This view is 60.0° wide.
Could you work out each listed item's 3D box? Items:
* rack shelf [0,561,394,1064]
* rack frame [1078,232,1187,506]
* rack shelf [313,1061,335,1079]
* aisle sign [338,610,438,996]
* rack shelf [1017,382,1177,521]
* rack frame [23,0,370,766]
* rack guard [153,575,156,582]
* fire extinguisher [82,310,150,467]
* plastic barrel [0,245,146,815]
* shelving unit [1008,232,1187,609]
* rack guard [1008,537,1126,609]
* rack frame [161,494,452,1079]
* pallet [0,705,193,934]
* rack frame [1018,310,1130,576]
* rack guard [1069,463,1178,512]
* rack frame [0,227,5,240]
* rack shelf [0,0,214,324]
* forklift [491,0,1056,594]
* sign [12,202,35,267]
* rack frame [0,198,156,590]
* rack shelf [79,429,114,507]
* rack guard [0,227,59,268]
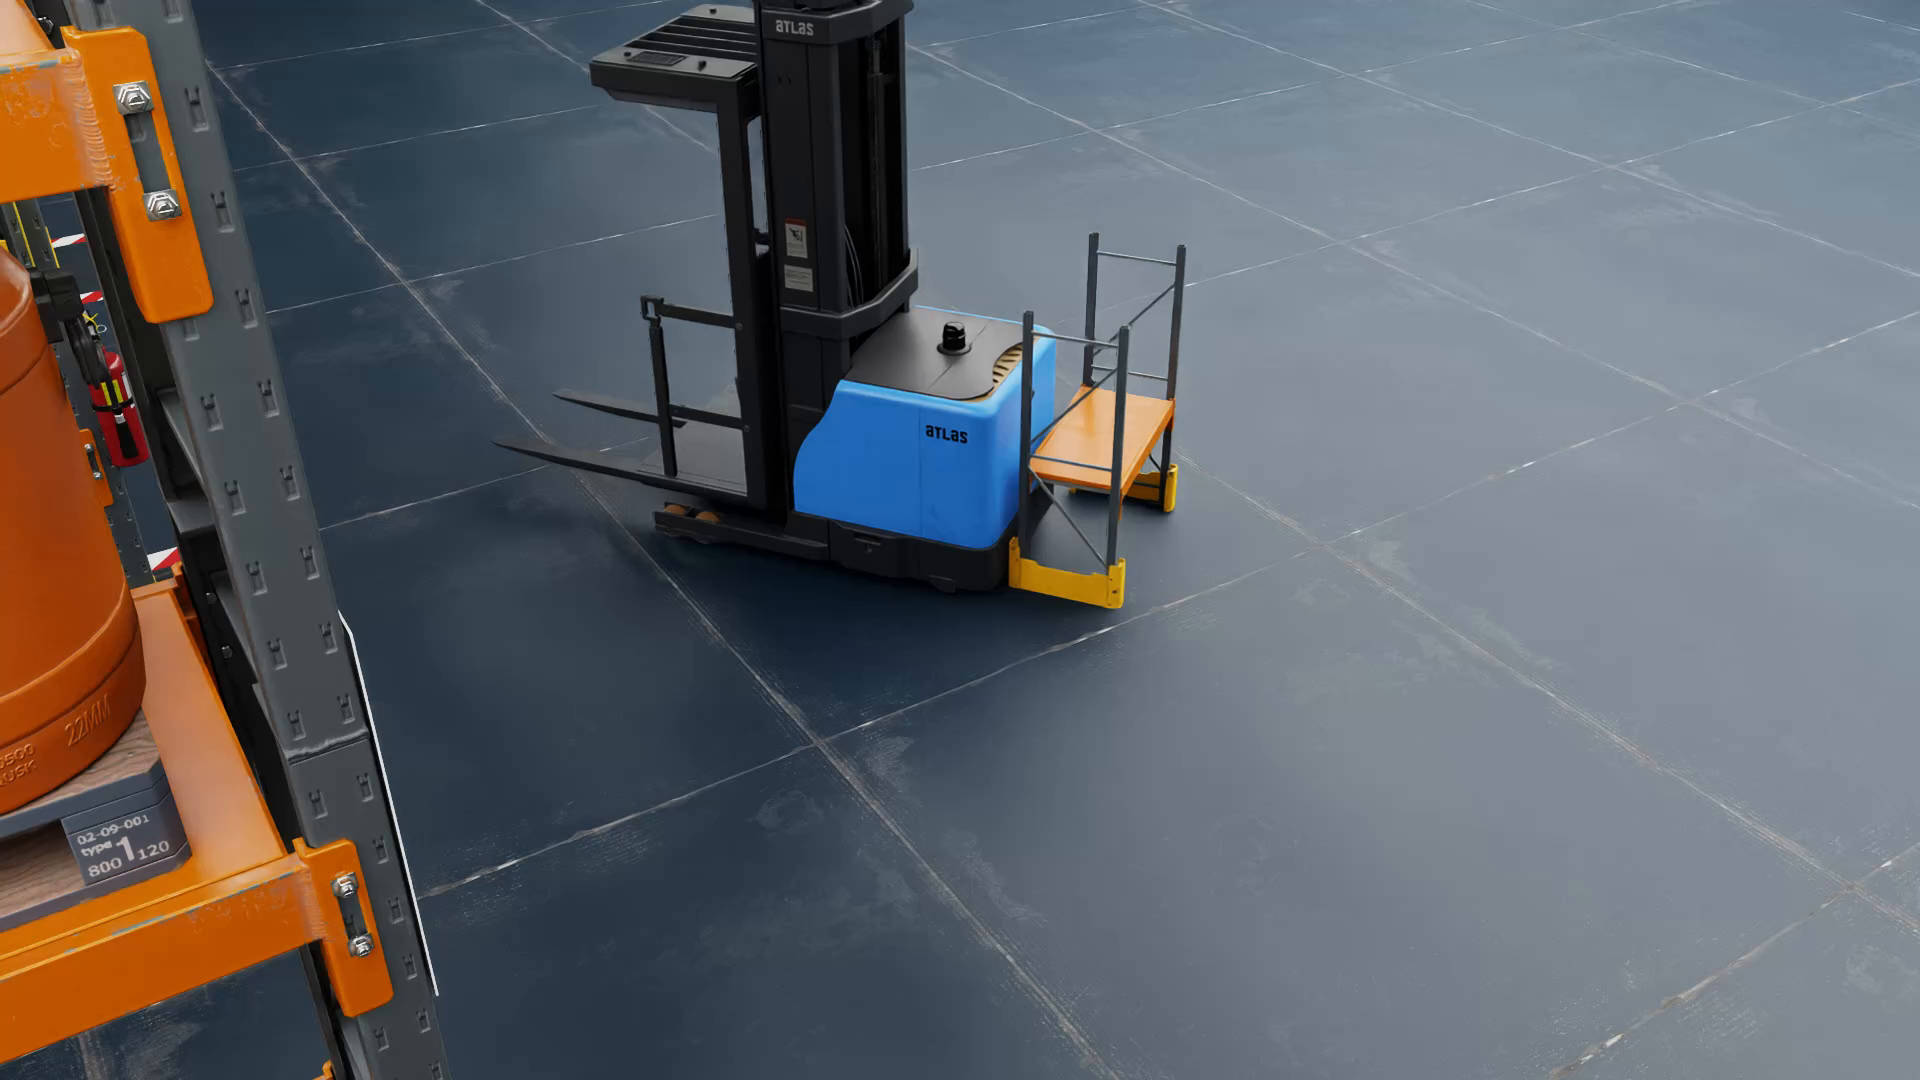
[{"bbox_3d":[-2.938,0.989,2.233,4.000,0.370,1.077,-19,37,-27],"label":"rack shelf"},{"bbox_3d":[0.891,-0.870,8.724,0.500,1.500,0.032,12,34,18],"label":"rack frame"},{"bbox_3d":[-2.938,2.258,3.033,4.000,0.370,1.077,-19,37,-27],"label":"rack shelf"},{"bbox_3d":[-1.036,0.388,2.886,0.004,0.787,0.394,-19,37,-27],"label":"aisle sign"},{"bbox_3d":[0.708,-0.465,8.419,0.538,0.185,1.000,12,34,18],"label":"rack shelf"},{"bbox_3d":[-1.257,-1.162,2.157,0.127,3.000,1.000,-19,37,-27],"label":"rack frame"},{"bbox_3d":[-4.004,0.234,7.911,0.348,0.500,1.175,-19,37,-27],"label":"rack guard"},{"bbox_3d":[-3.595,-0.639,7.024,0.183,0.674,0.296,-19,37,-27],"label":"fire extinguisher"},{"bbox_3d":[-1.597,-0.055,2.418,0.708,0.830,0.600,-19,37,-27],"label":"plastic barrel"},{"bbox_3d":[0.705,-0.613,8.316,0.587,1.500,1.083,12,34,18],"label":"shelving unit"},{"bbox_3d":[0.526,0.164,8.256,0.587,0.250,0.087,12,34,18],"label":"rack guard"},{"bbox_3d":[-1.257,1.376,3.758,0.127,3.000,1.000,-19,37,-27],"label":"rack frame"},{"bbox_3d":[-2.005,0.382,2.698,1.213,0.211,1.003,-19,37,-27],"label":"pallet"},{"bbox_3d":[0.526,-0.364,7.922,0.500,1.500,0.032,12,34,18],"label":"rack frame"},{"bbox_3d":[0.884,-0.332,9.042,0.587,0.250,0.087,12,34,18],"label":"rack guard"},{"bbox_3d":[-6.543,-3.099,10.851,0.127,3.000,1.000,-19,37,-27],"label":"rack frame"},{"bbox_3d":[-2.938,-0.110,1.539,4.000,0.370,1.077,-19,37,-27],"label":"rack shelf"},{"bbox_3d":[-1.066,-1.465,8.326,3.031,2.935,1.130,12,34,18],"label":"forklift"},{"bbox_3d":[-3.657,-1.214,6.482,0.005,0.325,0.100,-19,37,-27],"label":"sign"},{"bbox_3d":[-3.941,-0.845,7.279,0.127,3.000,1.000,-19,37,-27],"label":"rack frame"},{"bbox_3d":[-5.622,0.037,6.554,4.000,0.370,1.077,-19,37,-27],"label":"rack shelf"},{"bbox_3d":[-6.523,-2.049,11.529,0.348,0.500,1.175,-19,37,-27],"label":"rack guard"}]
